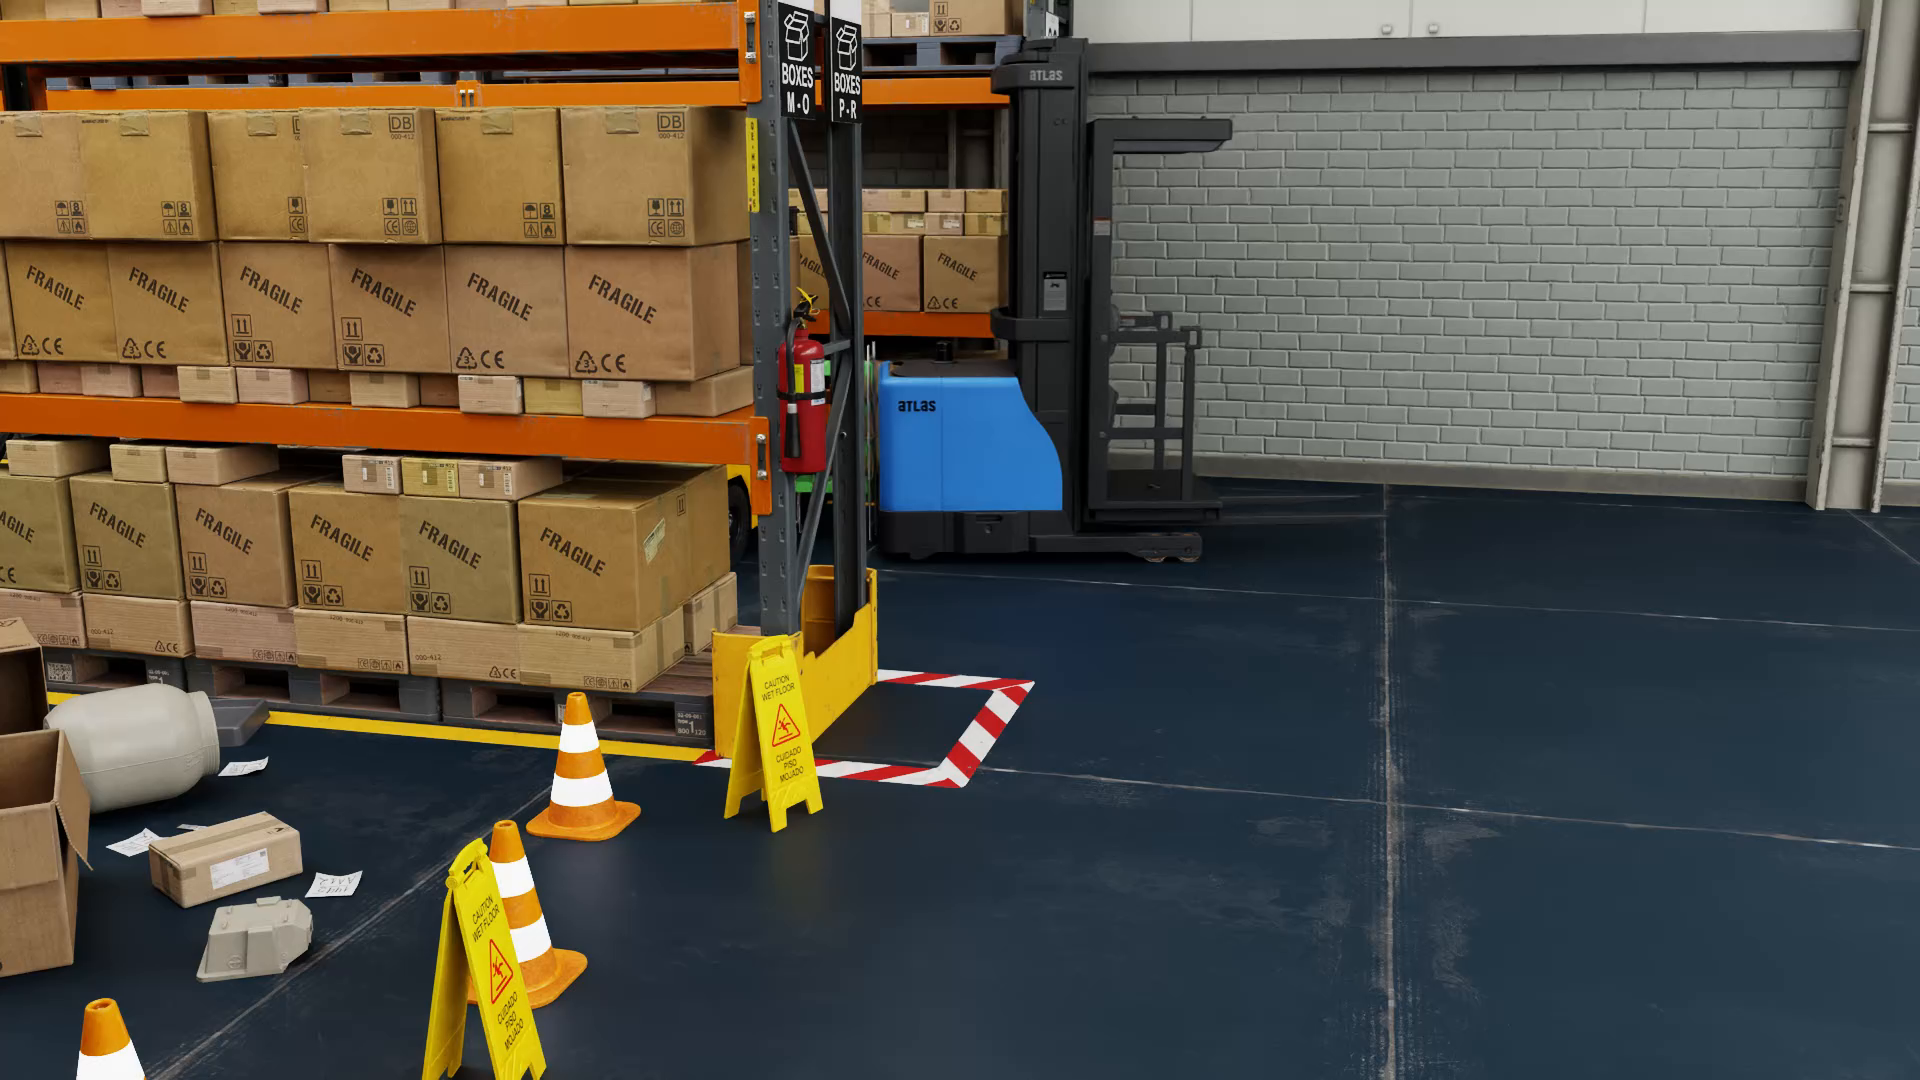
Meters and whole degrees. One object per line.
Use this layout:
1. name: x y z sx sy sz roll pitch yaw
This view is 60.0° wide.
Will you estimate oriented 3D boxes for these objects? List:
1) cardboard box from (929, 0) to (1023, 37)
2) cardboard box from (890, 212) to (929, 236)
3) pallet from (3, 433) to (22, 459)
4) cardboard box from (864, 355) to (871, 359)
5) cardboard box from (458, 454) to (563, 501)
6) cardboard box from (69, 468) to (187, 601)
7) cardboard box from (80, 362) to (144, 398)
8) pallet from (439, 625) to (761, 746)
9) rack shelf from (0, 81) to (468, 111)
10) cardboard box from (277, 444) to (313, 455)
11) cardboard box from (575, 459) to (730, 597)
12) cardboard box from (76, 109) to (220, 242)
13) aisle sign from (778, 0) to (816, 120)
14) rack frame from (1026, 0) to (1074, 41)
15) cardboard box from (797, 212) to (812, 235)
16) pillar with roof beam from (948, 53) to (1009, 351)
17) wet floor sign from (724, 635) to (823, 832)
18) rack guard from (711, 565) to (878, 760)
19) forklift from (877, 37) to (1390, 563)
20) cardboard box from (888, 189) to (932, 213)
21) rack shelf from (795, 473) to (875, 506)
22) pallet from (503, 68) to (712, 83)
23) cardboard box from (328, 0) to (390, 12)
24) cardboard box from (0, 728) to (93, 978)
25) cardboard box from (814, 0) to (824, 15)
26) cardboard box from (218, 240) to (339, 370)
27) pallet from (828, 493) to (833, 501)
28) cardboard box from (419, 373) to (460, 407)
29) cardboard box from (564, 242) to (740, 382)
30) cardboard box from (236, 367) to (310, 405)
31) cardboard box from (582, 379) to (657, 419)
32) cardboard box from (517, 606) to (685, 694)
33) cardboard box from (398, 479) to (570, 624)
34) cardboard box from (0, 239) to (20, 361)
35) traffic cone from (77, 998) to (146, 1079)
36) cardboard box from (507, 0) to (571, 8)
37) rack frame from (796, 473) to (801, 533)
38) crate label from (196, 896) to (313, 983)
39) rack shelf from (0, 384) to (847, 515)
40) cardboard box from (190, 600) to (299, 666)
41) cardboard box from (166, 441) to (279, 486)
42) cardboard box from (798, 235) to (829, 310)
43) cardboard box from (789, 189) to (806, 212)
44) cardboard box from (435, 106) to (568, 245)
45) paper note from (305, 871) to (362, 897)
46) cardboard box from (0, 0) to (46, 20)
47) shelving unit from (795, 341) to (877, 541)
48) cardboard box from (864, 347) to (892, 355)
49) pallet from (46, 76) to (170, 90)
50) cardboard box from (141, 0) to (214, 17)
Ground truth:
1. cardboard box: 0.111 -3.515 10.794 0.500 0.500 0.500 3 13 15
2. cardboard box: -0.297 -2.134 11.198 0.250 0.149 0.380 3 13 15
3. pallet: -7.884 -0.877 13.697 1.213 0.211 1.003 3 13 14
4. cardboard box: -0.912 -1.134 11.492 0.500 0.250 0.500 3 13 14
5. cardboard box: -1.799 -0.269 6.671 0.250 0.149 0.380 3 13 15
6. cardboard box: -3.439 -0.056 7.207 0.500 0.500 0.500 4 13 16
7. cardboard box: -3.486 -0.703 7.059 0.250 0.149 0.380 3 13 15
8. pallet: -1.440 0.576 7.151 1.213 0.211 1.003 3 13 14
9. rack shelf: -5.226 -3.201 12.470 4.000 0.370 1.077 3 13 14
10. cardboard box: -3.337 -0.168 7.713 0.500 0.500 0.500 3 13 15
11. cardboard box: -1.327 -0.062 7.235 0.500 0.500 0.500 3 13 12
12. cardboard box: -3.123 -1.490 6.800 0.500 0.500 0.700 3 13 12
13. aisle sign: -0.596 -1.937 6.037 0.004 0.787 0.394 3 13 14
14. rack frame: 0.599 -4.705 10.664 0.127 3.000 1.000 3 13 14
15. cardboard box: -1.056 -2.162 11.325 0.250 0.149 0.380 3 13 14
16. pillar with roof beam: -0.892 -4.025 7.600 0.400 9.000 9.100 3 13 14
17. wet floor sign: -0.658 0.652 5.804 0.232 0.644 0.267 8 15 33
18. rack guard: -0.660 0.484 6.896 0.348 0.500 1.175 3 13 14
19. forklift: 1.019 -1.414 9.838 3.031 2.935 1.130 -1 13 -2
20. cardboard box: -0.306 -2.275 11.148 0.250 0.149 0.380 3 13 15
21. rack shelf: -0.783 -0.313 10.279 0.480 0.148 0.258 1 13 6
22. pallet: -2.450 -3.366 11.759 1.213 0.211 1.003 3 13 14
23. cardboard box: -2.236 -2.106 6.455 0.250 0.149 0.380 3 13 12
24. cardboard box: -2.898 0.928 4.890 0.637 0.503 0.797 -6 14 -25
25. cardboard box: -0.859 -3.589 11.128 0.500 0.500 0.700 3 13 14
26. cardboard box: -2.637 -0.980 6.809 0.500 0.500 0.500 3 13 14
27. pallet: -1.334 -0.509 12.042 1.213 0.211 1.003 3 13 14
28. cardboard box: -1.989 -0.641 6.779 0.250 0.149 0.380 3 13 14
29. cardboard box: -1.179 -0.896 6.431 0.500 0.500 0.500 3 13 13
30. cardboard box: -2.750 -0.658 6.852 0.250 0.149 0.380 3 13 13
31. cardboard box: -1.273 -0.574 6.474 0.250 0.149 0.380 3 13 13
32. cardboard box: -1.459 0.419 6.800 0.500 0.250 0.500 3 13 13
33. cardboard box: -1.934 0.026 6.838 0.500 0.500 0.500 4 13 16
34. cardboard box: -4.110 -1.052 7.133 0.500 0.500 0.500 3 13 13
35. traffic cone: -1.850 1.226 3.637 0.334 0.463 0.336 3 13 14
36. cardboard box: -1.499 -2.060 6.250 0.250 0.149 0.380 3 13 15
37. rack frame: -1.025 -0.616 10.240 0.015 1.200 0.240 1 13 6
38. crate label: -2.027 1.138 4.789 0.298 0.136 0.250 -4 13 -16
39. rack shelf: -2.528 -0.485 7.154 4.000 0.370 1.077 3 13 14
40. cardboard box: -2.925 0.337 7.166 0.500 0.250 0.500 3 13 13
41. cardboard box: -3.093 -0.339 6.986 0.250 0.149 0.380 4 13 17
42. cardboard box: -0.941 -1.851 11.419 0.500 0.500 0.500 3 13 12
43. cardboard box: -1.062 -2.306 11.288 0.250 0.149 0.380 3 13 15
44. cardboard box: -1.624 -1.423 6.495 0.500 0.500 0.700 3 13 14
45. paper note: -1.981 1.087 5.264 0.142 0.019 0.148 -1 13 -6
46. cardboard box: -3.718 -2.199 6.873 0.250 0.149 0.380 3 13 14
47. shelving unit: -0.783 -0.610 10.213 0.503 1.200 0.258 1 13 6
48. cardboard box: -0.791 -1.245 11.990 0.500 0.250 0.500 3 13 13
49. pallet: -6.487 -3.547 12.806 1.003 0.211 1.213 4 13 16
50. cardboard box: -2.995 -2.128 6.556 0.250 0.149 0.380 3 13 12
